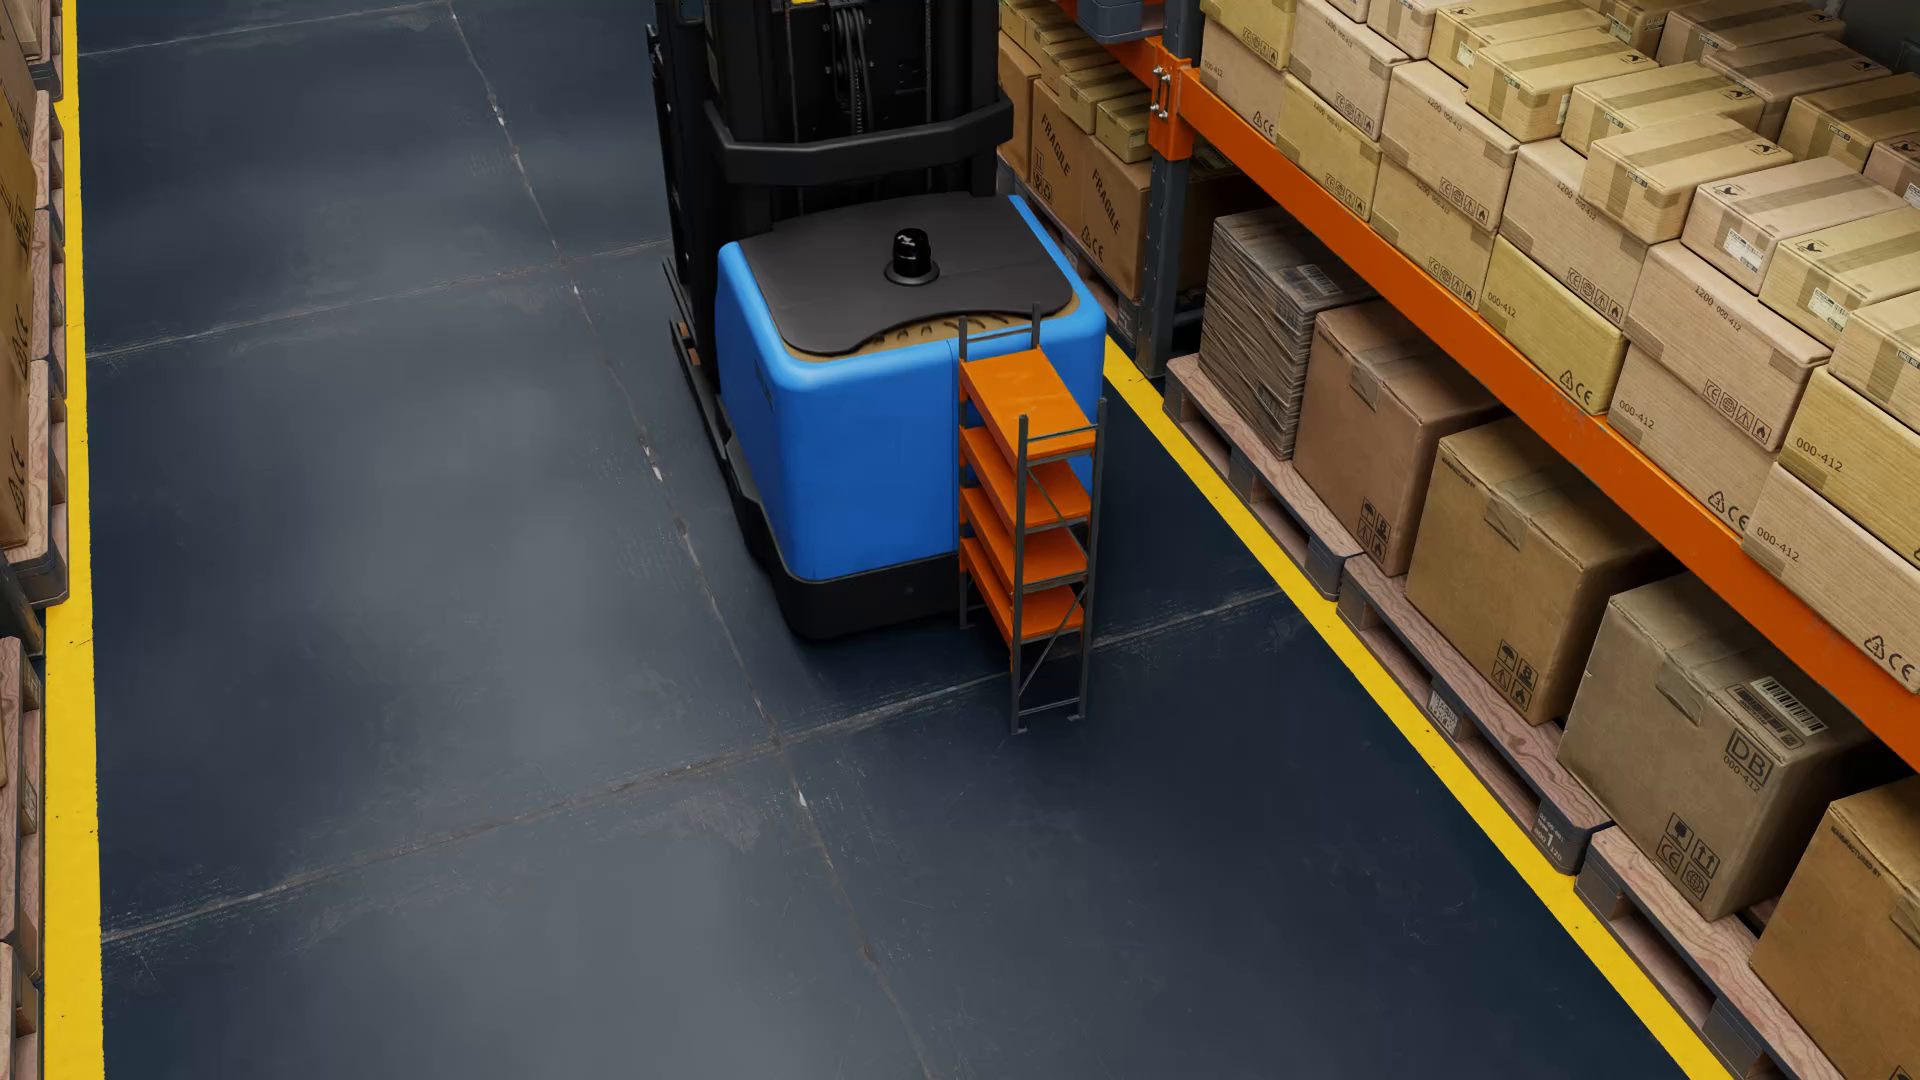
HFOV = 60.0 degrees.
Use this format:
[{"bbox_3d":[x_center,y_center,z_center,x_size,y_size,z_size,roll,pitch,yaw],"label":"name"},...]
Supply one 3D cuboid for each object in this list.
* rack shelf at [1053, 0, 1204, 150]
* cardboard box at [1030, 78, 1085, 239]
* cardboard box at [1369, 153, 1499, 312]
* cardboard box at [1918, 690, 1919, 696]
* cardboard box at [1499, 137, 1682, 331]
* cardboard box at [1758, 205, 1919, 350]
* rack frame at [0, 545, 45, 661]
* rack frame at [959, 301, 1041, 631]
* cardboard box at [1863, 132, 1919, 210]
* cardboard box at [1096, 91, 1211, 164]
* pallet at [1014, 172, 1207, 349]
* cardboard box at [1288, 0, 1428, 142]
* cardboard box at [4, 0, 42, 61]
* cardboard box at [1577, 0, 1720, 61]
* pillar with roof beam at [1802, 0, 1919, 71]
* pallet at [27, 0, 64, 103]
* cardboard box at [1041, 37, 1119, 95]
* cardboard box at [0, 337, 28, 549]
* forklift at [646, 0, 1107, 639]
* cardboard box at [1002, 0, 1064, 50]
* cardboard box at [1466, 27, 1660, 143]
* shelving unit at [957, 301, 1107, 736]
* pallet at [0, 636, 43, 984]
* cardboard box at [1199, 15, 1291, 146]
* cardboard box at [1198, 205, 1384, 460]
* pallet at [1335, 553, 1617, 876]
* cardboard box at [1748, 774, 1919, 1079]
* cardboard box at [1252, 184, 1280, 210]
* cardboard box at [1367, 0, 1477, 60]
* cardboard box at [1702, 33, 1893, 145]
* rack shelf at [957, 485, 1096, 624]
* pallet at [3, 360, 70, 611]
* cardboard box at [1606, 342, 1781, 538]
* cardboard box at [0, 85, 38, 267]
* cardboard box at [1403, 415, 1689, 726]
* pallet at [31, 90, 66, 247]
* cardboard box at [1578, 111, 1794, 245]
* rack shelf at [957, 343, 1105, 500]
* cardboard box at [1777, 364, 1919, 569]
[{"bbox_3d":[0.408,-2.848,7.313,1.077,0.370,4.000,-15,43,-17],"label":"rack shelf"},{"bbox_3d":[0.631,-1.632,6.943,0.500,0.500,0.500,-16,43,-17],"label":"cardboard box"},{"bbox_3d":[1.508,-0.918,4.632,0.500,0.250,0.500,-16,43,-18],"label":"cardboard box"},{"bbox_3d":[2.269,0.313,3.201,0.500,0.250,0.500,-14,43,-16],"label":"cardboard box"},{"bbox_3d":[1.710,-0.797,4.108,0.500,0.250,0.500,-15,43,-16],"label":"cardboard box"},{"bbox_3d":[1.942,-0.550,3.515,0.380,0.149,0.250,-16,43,-18],"label":"cardboard box"},{"bbox_3d":[-3.412,-0.675,4.234,1.000,3.000,0.127,-15,43,-17],"label":"rack frame"},{"bbox_3d":[0.112,-0.189,5.050,0.240,1.200,0.015,-12,42,-14],"label":"rack frame"},{"bbox_3d":[2.328,-0.836,3.848,0.380,0.149,0.250,-15,43,-17],"label":"cardboard box"},{"bbox_3d":[0.750,-1.607,6.416,0.380,0.149,0.250,-17,44,-19],"label":"cardboard box"},{"bbox_3d":[0.922,-1.317,7.120,1.003,0.211,1.213,-15,43,-17],"label":"pallet"},{"bbox_3d":[1.308,-1.418,4.830,0.500,0.250,0.500,-14,43,-16],"label":"cardboard box"},{"bbox_3d":[-5.083,-2.677,8.206,0.875,0.438,0.875,-16,43,-17],"label":"cardboard box"},{"bbox_3d":[1.917,-1.446,4.556,0.380,0.149,0.250,-15,43,-17],"label":"cardboard box"},{"bbox_3d":[-1.473,-2.556,1.820,9.100,9.000,0.400,-15,43,-17],"label":"pillar with roof beam"},{"bbox_3d":[-5.161,-2.505,8.501,1.003,0.211,1.213,-15,43,-17],"label":"pallet"},{"bbox_3d":[0.557,-1.934,6.796,0.380,0.149,0.250,-16,43,-18],"label":"cardboard box"},{"bbox_3d":[-3.599,-0.465,5.298,0.875,0.875,0.875,-15,43,-17],"label":"cardboard box"},{"bbox_3d":[-0.501,-1.768,5.558,1.130,2.935,3.031,-12,42,-14],"label":"forklift"},{"bbox_3d":[0.402,-2.254,7.168,0.380,0.149,0.250,-16,43,-17],"label":"cardboard box"},{"bbox_3d":[1.526,-1.159,4.223,0.380,0.149,0.250,-14,43,-16],"label":"cardboard box"},{"bbox_3d":[0.190,-0.038,4.874,0.258,1.200,0.503,-12,42,-14],"label":"shelving unit"},{"bbox_3d":[-3.114,0.853,4.596,1.003,0.211,1.213,-15,43,-17],"label":"pallet"},{"bbox_3d":[1.117,-1.530,5.344,0.500,0.250,0.500,-15,43,-17],"label":"cardboard box"},{"bbox_3d":[1.399,-0.795,5.873,0.875,0.625,0.625,-14,43,-16],"label":"cardboard box"},{"bbox_3d":[1.915,0.381,5.145,1.003,0.211,1.213,-15,43,-17],"label":"pallet"},{"bbox_3d":[2.494,0.924,3.874,0.875,0.625,0.625,-13,42,-15],"label":"cardboard box"},{"bbox_3d":[1.271,-1.451,6.732,0.500,0.500,0.500,-14,43,-15],"label":"cardboard box"},{"bbox_3d":[1.360,-1.471,4.585,0.380,0.149,0.250,-15,43,-16],"label":"cardboard box"},{"bbox_3d":[2.090,-1.134,4.194,0.380,0.149,0.250,-14,43,-16],"label":"cardboard box"},{"bbox_3d":[0.190,0.013,4.918,0.258,0.148,0.480,-12,42,-14],"label":"rack shelf"},{"bbox_3d":[-3.644,-0.111,5.718,1.003,0.211,1.213,-15,43,-17],"label":"pallet"},{"bbox_3d":[1.910,-0.296,3.908,0.500,0.250,0.500,-15,43,-17],"label":"cardboard box"},{"bbox_3d":[-4.278,-1.542,6.551,0.875,0.875,0.875,-14,43,-16],"label":"cardboard box"},{"bbox_3d":[1.914,0.002,4.946,0.875,0.625,0.625,-17,43,-19],"label":"cardboard box"},{"bbox_3d":[-4.577,-1.581,7.427,1.003,0.211,1.213,-15,43,-17],"label":"pallet"},{"bbox_3d":[1.678,-0.843,3.855,0.380,0.149,0.250,-16,43,-18],"label":"cardboard box"},{"bbox_3d":[0.190,-0.336,4.618,0.258,0.148,0.480,-12,42,-14],"label":"rack shelf"},{"bbox_3d":[2.076,-0.179,3.389,0.500,0.250,0.500,-16,43,-18],"label":"cardboard box"}]
